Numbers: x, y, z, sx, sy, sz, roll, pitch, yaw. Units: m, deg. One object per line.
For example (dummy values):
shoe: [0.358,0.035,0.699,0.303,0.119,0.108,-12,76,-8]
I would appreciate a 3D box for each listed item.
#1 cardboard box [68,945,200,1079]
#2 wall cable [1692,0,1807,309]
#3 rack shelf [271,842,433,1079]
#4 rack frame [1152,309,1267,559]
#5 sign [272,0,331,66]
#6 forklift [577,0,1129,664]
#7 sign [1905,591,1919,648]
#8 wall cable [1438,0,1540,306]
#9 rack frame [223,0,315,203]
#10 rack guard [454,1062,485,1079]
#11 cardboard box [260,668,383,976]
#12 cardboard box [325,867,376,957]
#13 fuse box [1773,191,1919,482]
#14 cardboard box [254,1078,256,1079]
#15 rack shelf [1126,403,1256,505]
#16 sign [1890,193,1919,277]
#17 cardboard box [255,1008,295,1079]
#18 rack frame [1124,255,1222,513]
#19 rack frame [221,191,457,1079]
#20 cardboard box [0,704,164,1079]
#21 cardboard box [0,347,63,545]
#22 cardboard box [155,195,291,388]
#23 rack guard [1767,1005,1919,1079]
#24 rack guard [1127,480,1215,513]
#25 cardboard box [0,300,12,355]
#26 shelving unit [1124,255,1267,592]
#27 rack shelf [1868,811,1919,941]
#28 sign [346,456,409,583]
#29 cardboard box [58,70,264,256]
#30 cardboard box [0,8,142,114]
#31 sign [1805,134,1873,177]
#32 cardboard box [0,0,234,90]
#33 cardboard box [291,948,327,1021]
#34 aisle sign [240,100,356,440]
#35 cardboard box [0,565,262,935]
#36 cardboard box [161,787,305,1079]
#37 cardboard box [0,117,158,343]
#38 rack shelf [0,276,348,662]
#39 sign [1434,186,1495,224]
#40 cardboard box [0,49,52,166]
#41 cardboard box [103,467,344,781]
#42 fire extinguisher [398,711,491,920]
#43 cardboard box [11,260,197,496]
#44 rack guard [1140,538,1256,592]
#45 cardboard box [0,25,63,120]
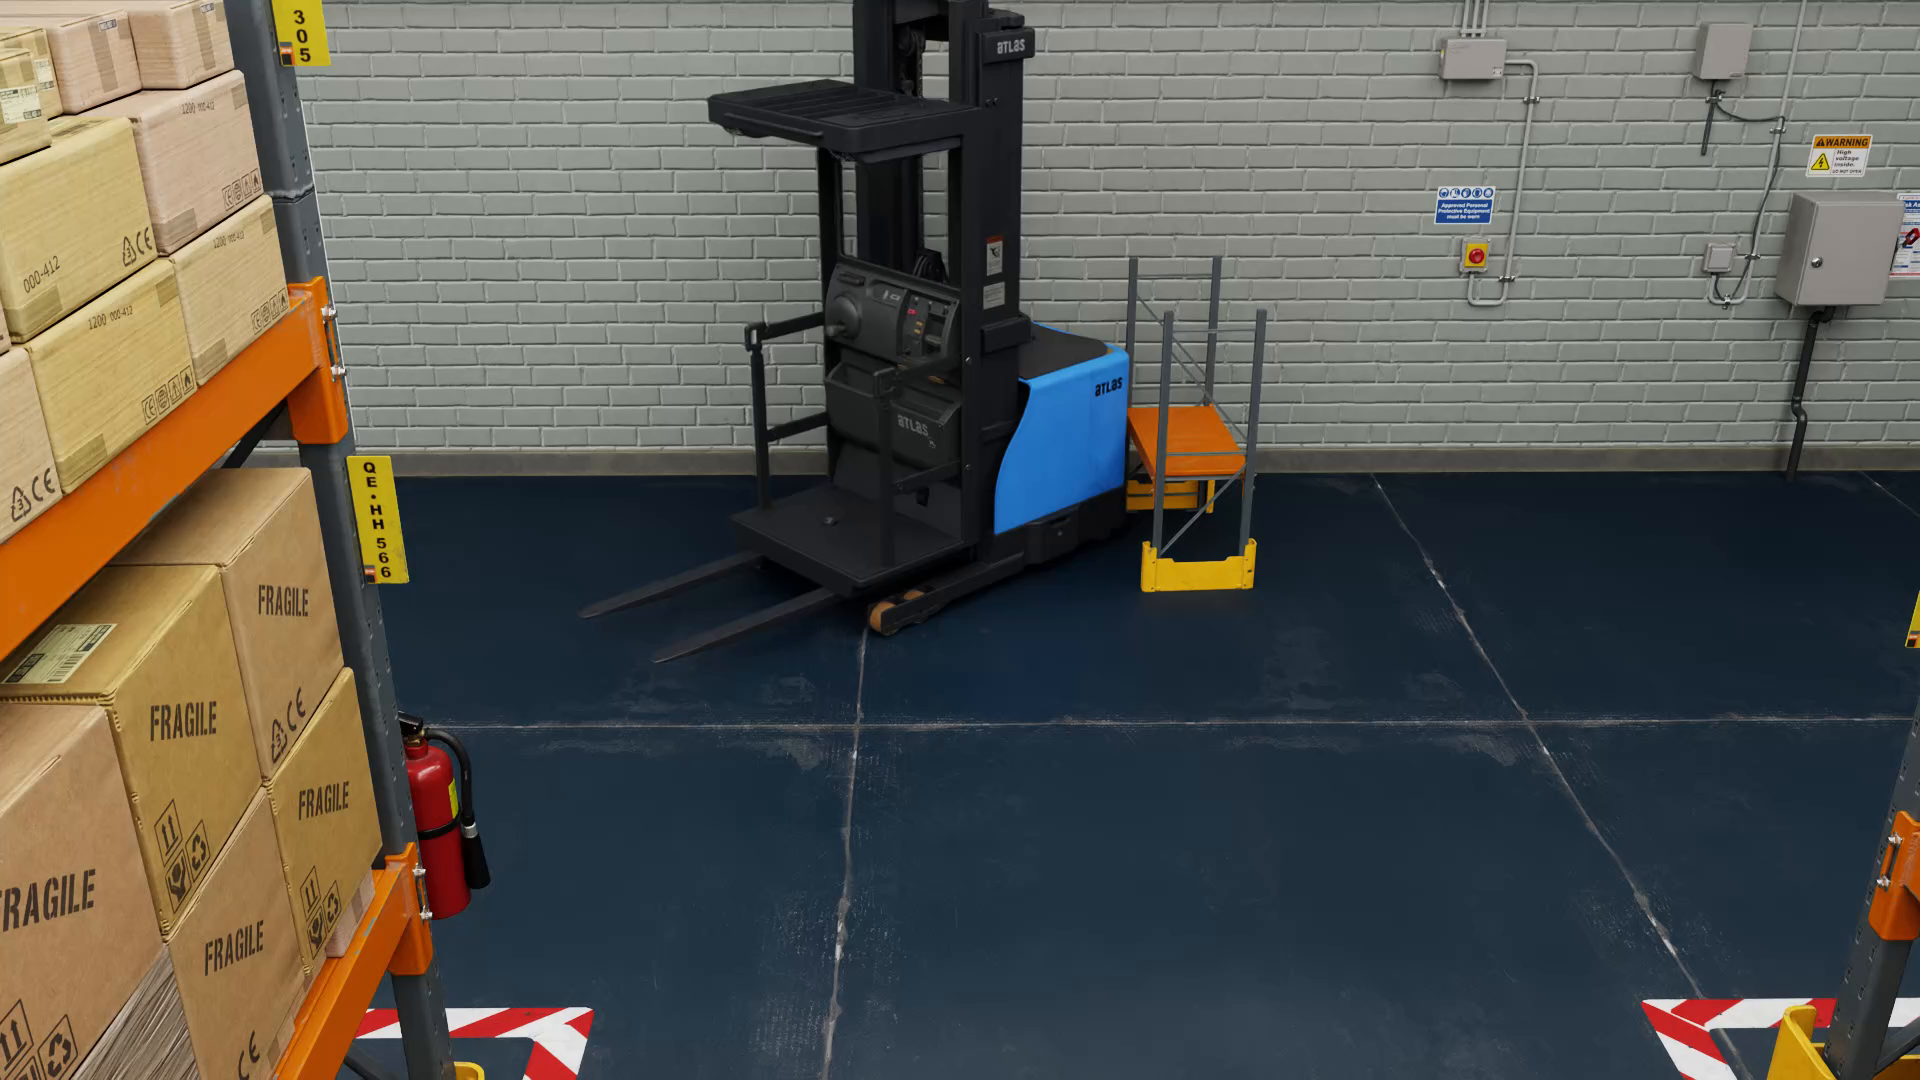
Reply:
cardboard box: [-1.649,1.045,2.818,0.500,0.500,0.500,0,24,0]
wall cable: [4.355,-2.241,9.332,0.588,1.984,0.122,0,24,-1]
rack shelf: [-1.905,1.772,2.564,1.077,0.370,4.000,0,24,-1]
rack frame: [1.241,-0.431,8.384,0.500,1.500,0.032,-2,24,-4]
sign: [-1.372,-1.144,3.425,0.100,0.325,0.005,0,24,-1]
forklift: [-0.497,-1.105,8.136,3.031,2.935,1.130,-21,32,-39]
sign: [2.467,0.126,4.184,0.100,0.325,0.005,0,24,-1]
wall cable: [2.937,-2.244,9.301,0.585,1.953,0.123,0,24,-1]
rack frame: [-1.927,-2.113,3.002,1.000,3.000,0.127,0,24,-1]
rack guard: [-1.926,1.791,4.684,1.175,0.500,0.348,0,24,-1]
cardboard box: [-1.665,0.623,3.749,0.500,0.500,0.500,0,24,1]
cardboard box: [-1.641,0.868,3.996,0.380,0.149,0.250,0,24,0]
fuse box: [5.039,-1.129,9.670,0.539,1.711,0.414,0,24,-1]
cardboard box: [-1.632,1.179,3.308,0.380,0.149,0.250,0,24,1]
rack shelf: [1.204,-0.476,8.920,0.538,0.185,1.000,-2,24,-4]
sign: [5.531,-1.760,9.618,0.329,0.494,0.001,0,24,-1]
cardboard box: [-1.658,1.074,3.540,0.380,0.149,0.250,0,24,-1]
rack frame: [1.168,-0.849,9.308,0.500,1.500,0.032,-2,24,-4]
rack frame: [-1.927,0.621,4.238,1.000,3.000,0.127,0,24,-1]
cardboard box: [-1.653,0.594,2.600,0.500,0.500,0.500,1,24,2]
cardboard box: [-1.653,-0.077,2.322,0.500,0.250,0.500,1,24,2]
cardboard box: [-1.657,-0.492,3.239,0.500,0.250,0.500,-1,24,-2]
rack guard: [3.021,1.686,4.916,1.175,0.500,0.348,0,24,-1]
rack guard: [1.168,-0.279,9.564,0.587,0.250,0.087,-2,24,-4]
cardboard box: [-1.658,-0.295,2.198,0.500,0.250,0.500,0,24,0]
shelving unit: [1.204,-0.644,8.854,0.587,1.500,1.083,-2,24,-4]
rack shelf: [3.043,1.709,2.705,1.077,0.370,4.000,0,24,-1]
sign: [-1.372,-0.045,3.922,0.100,0.325,0.005,0,24,-1]
cardboard box: [-1.668,-0.717,3.131,0.500,0.250,0.500,-1,24,-2]
cardboard box: [-1.703,-0.850,2.940,0.380,0.149,0.250,0,24,0]
sign: [4.981,-2.177,9.422,0.339,0.242,0.001,0,24,-1]
cardboard box: [-1.630,-0.952,3.166,0.380,0.149,0.250,0,24,-1]
cardboard box: [-1.676,0.971,3.769,0.380,0.149,0.250,0,24,-1]
aisle sign: [-1.628,-0.595,3.772,0.394,0.787,0.004,0,24,-1]
cardboard box: [-1.668,0.380,3.074,0.500,0.500,0.500,-1,24,-2]
cardboard box: [-1.664,0.836,3.280,0.500,0.500,0.500,-1,24,-1]
cardboard box: [-1.661,-0.506,2.665,0.500,0.250,0.500,-1,24,-2]
rack shelf: [-1.905,0.406,1.946,1.077,0.370,4.000,0,24,-1]
sign: [2.888,-1.915,9.516,0.327,0.218,0.001,0,24,-1]
cardboard box: [-1.610,-0.635,2.467,0.380,0.149,0.250,0,24,0]
cardboard box: [-1.673,0.171,3.536,0.500,0.500,0.500,-1,24,-2]
fire extinguisher: [-1.468,0.720,4.565,0.296,0.674,0.183,0,24,-1]
cardboard box: [-1.645,-0.281,2.774,0.500,0.250,0.500,0,24,0]
rack guard: [1.240,0.130,8.659,0.587,0.250,0.087,-2,24,-4]
cardboard box: [-1.721,-0.744,2.706,0.380,0.149,0.250,-1,24,-2]
